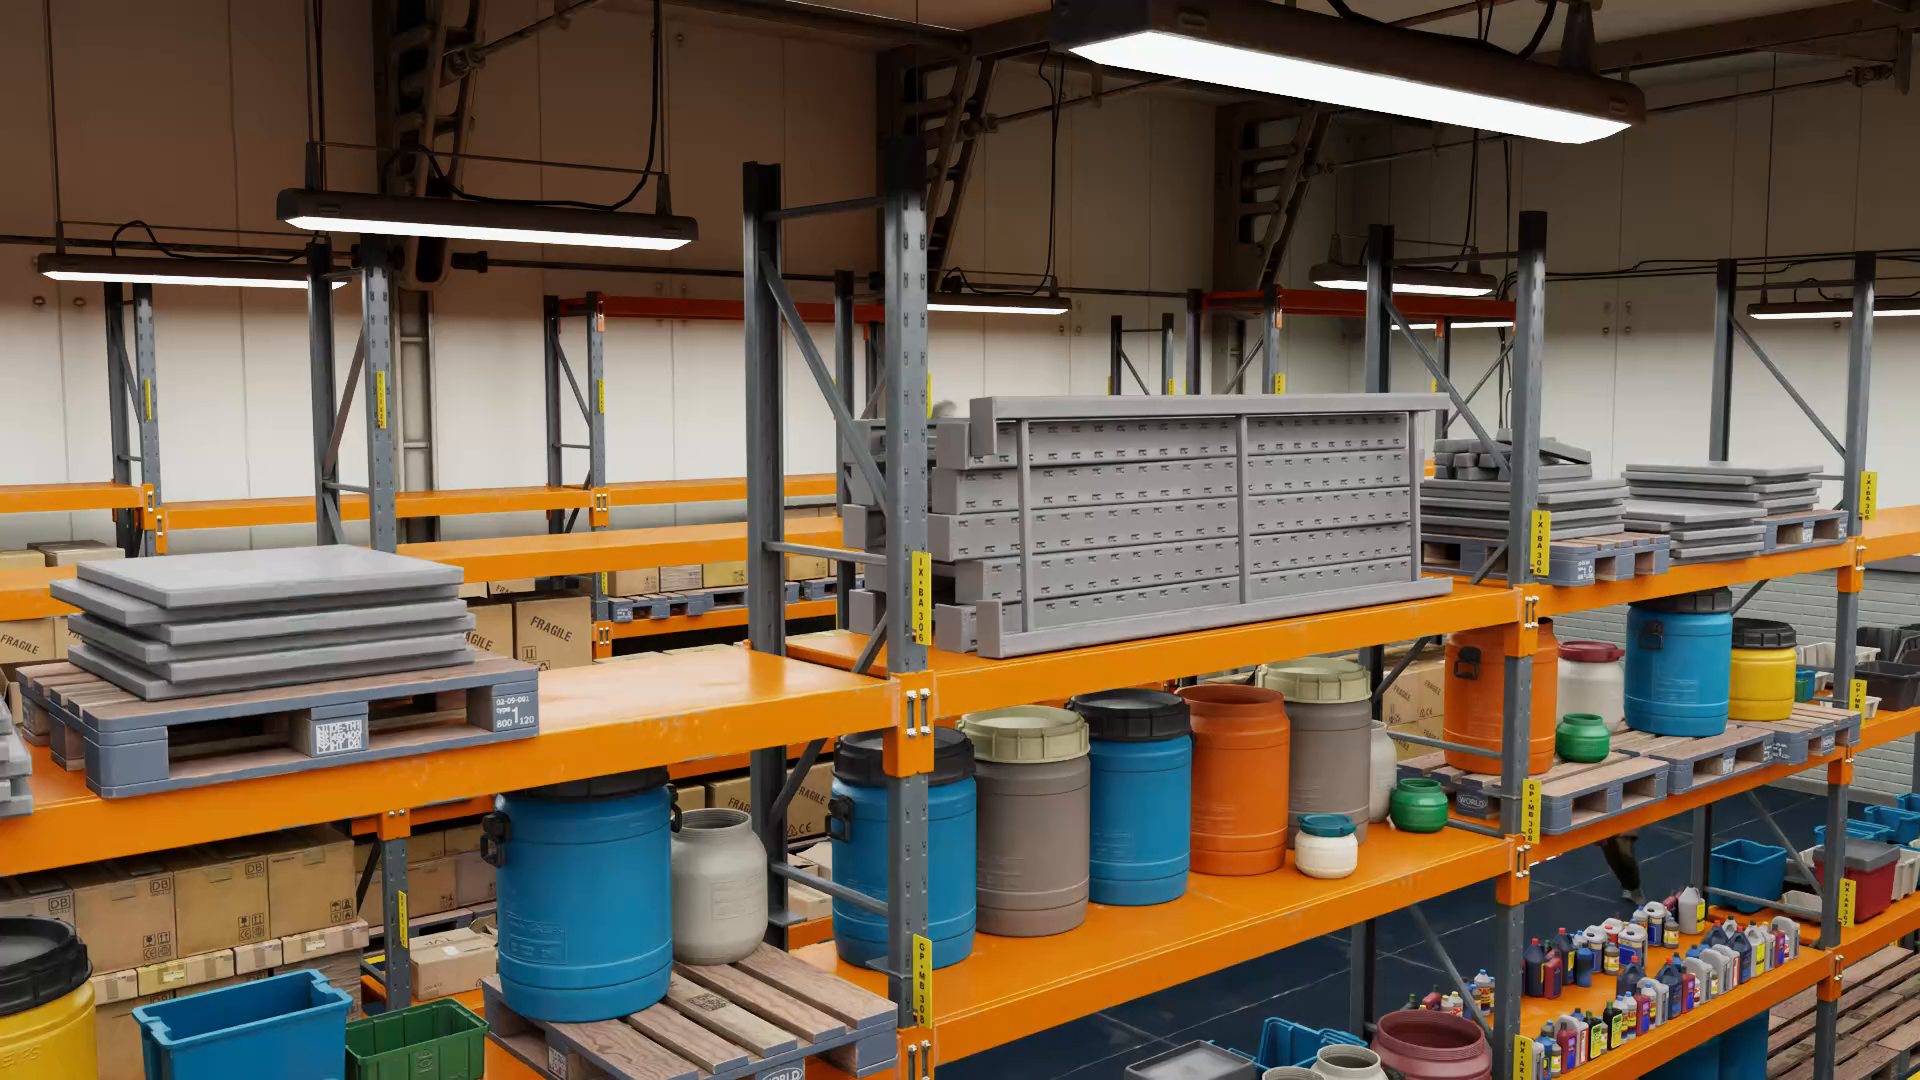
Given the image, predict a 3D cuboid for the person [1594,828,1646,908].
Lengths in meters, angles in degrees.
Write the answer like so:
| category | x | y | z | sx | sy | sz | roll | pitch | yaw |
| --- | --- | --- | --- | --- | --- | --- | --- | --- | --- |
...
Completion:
| category | x | y | z | sx | sy | sz | roll | pitch | yaw |
| --- | --- | --- | --- | --- | --- | --- | --- | --- | --- |
| person | 6.392 | 2.733 | 16.408 | 0.750 | 1.739 | 0.681 | 3 | 6 | 27 |
